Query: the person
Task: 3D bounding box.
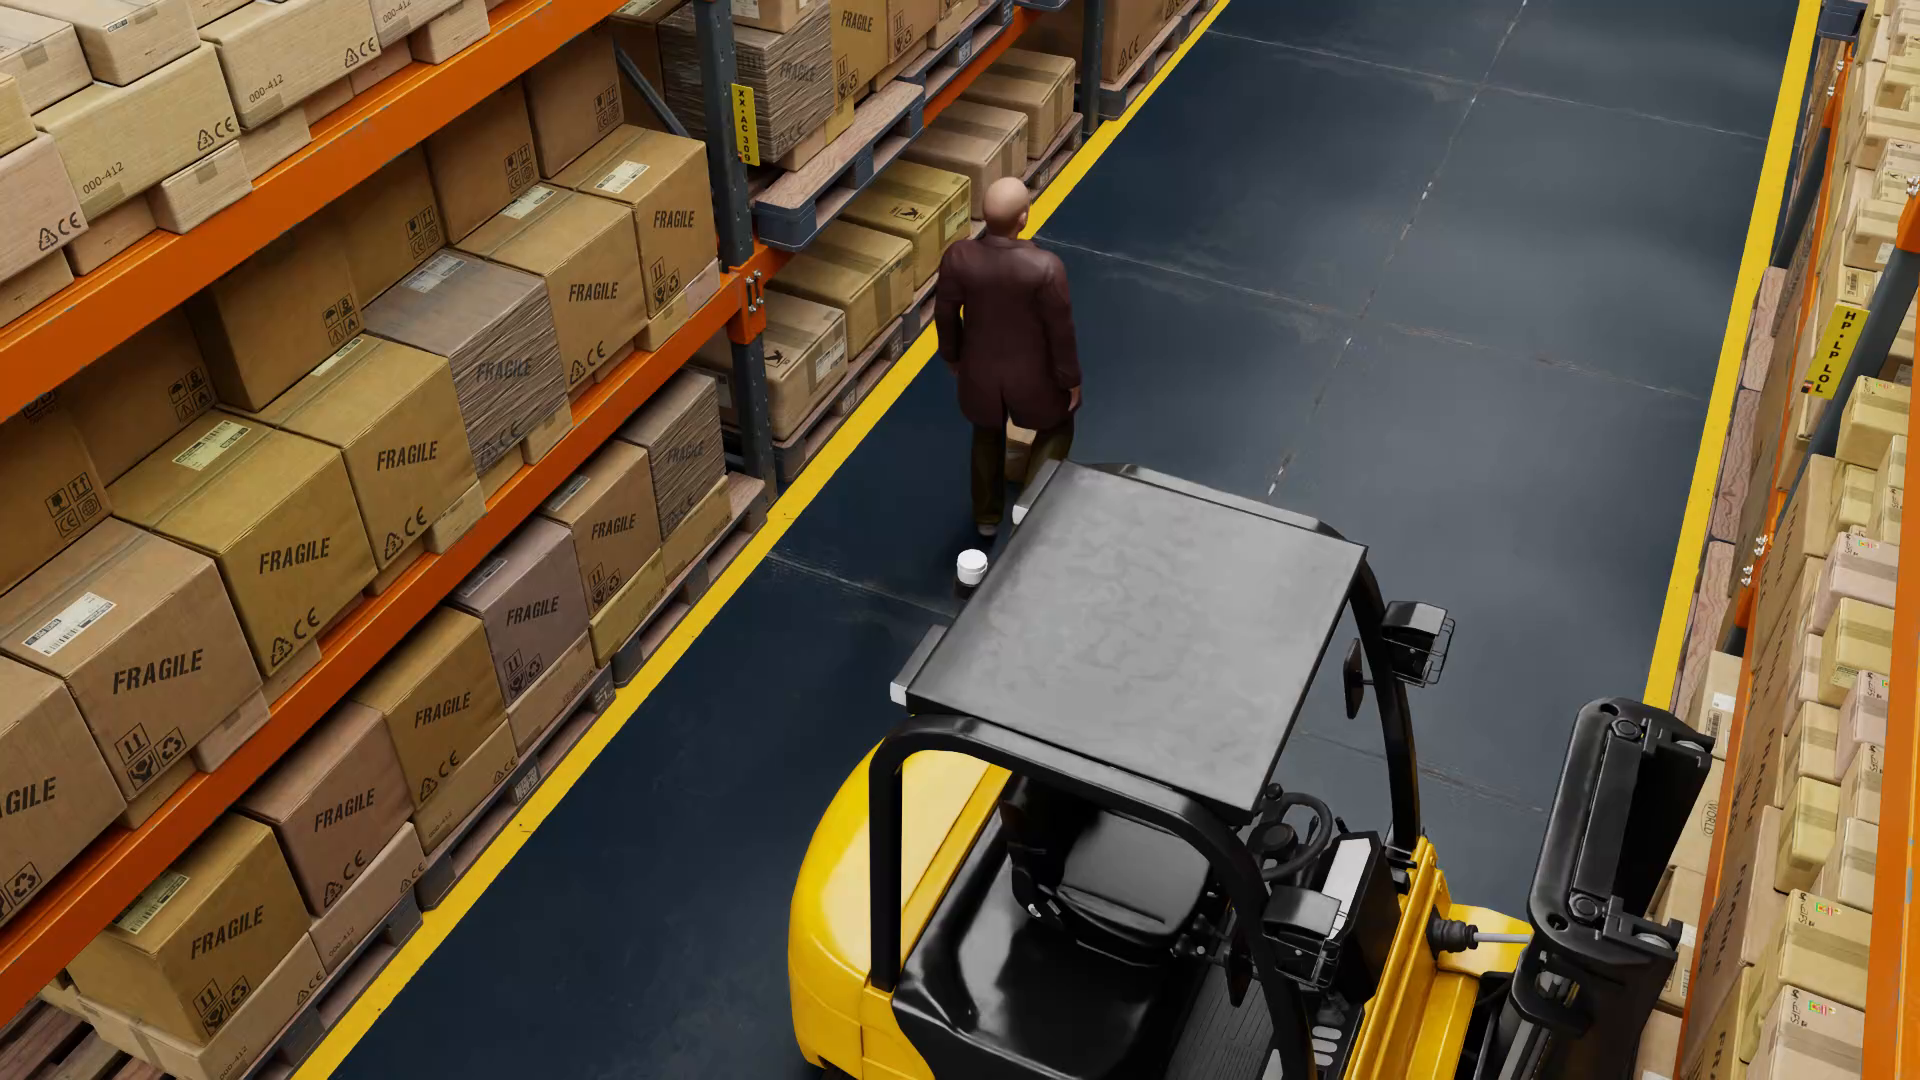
[{"bbox_3d":[0.208,-0.707,6.940,0.640,1.798,0.571,11,43,12],"label":"person"}]
